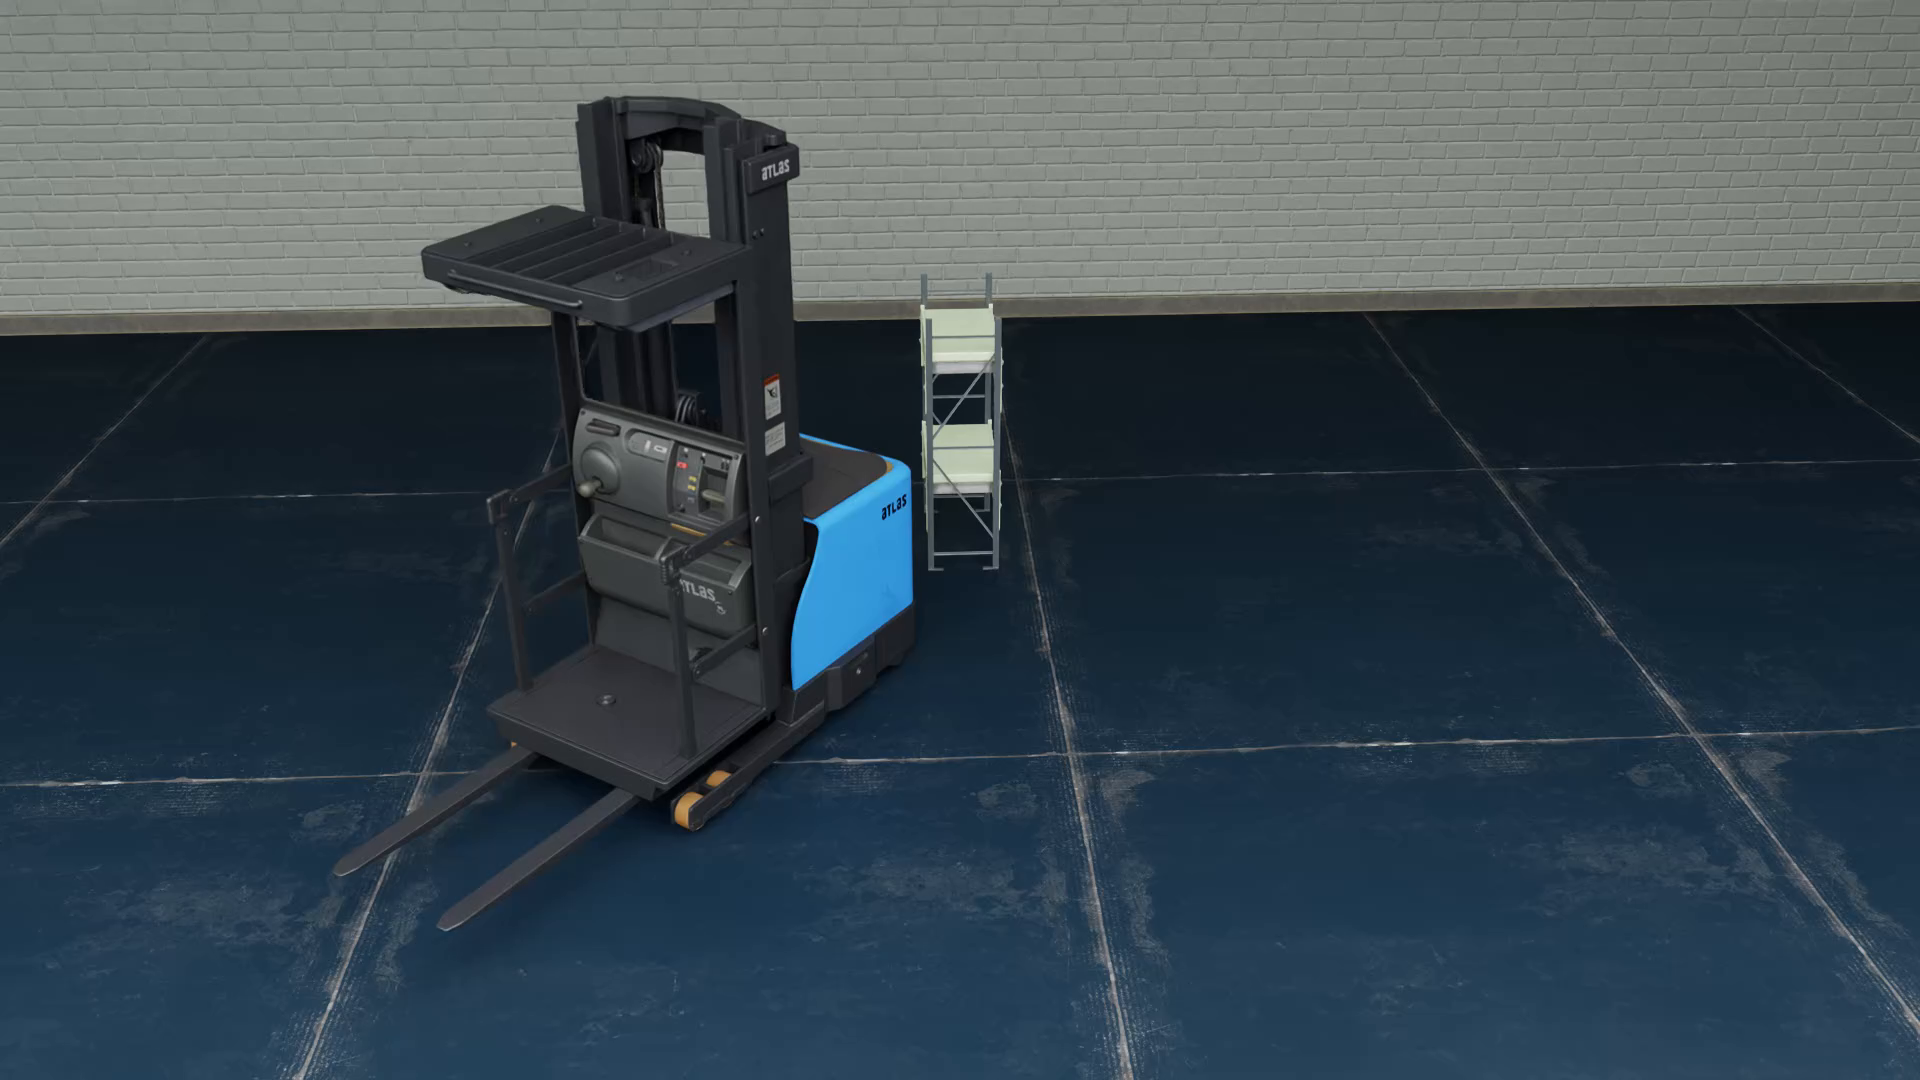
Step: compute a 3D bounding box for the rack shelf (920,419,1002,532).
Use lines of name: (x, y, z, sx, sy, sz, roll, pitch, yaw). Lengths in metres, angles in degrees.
rack shelf: (0.000, -0.379, 9.560, 0.431, 0.370, 0.720, -1, 28, -3)

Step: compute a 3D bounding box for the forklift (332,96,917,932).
forklift: (-1.441, -0.273, 7.103, 1.130, 2.935, 3.031, 16, 32, 28)

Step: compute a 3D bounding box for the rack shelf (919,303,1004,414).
rack shelf: (0.000, -1.014, 9.229, 0.431, 0.370, 0.720, -1, 28, -3)

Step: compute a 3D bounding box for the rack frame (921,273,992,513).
rack frame: (-0.019, -0.837, 9.733, 0.400, 1.500, 0.023, -1, 28, -3)

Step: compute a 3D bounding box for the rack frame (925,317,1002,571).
rack frame: (0.019, -0.499, 9.085, 0.400, 1.500, 0.023, -1, 28, -3)

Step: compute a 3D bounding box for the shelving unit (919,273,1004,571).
shelving unit: (0.000, -0.668, 9.409, 0.431, 1.500, 0.755, -1, 28, -3)
